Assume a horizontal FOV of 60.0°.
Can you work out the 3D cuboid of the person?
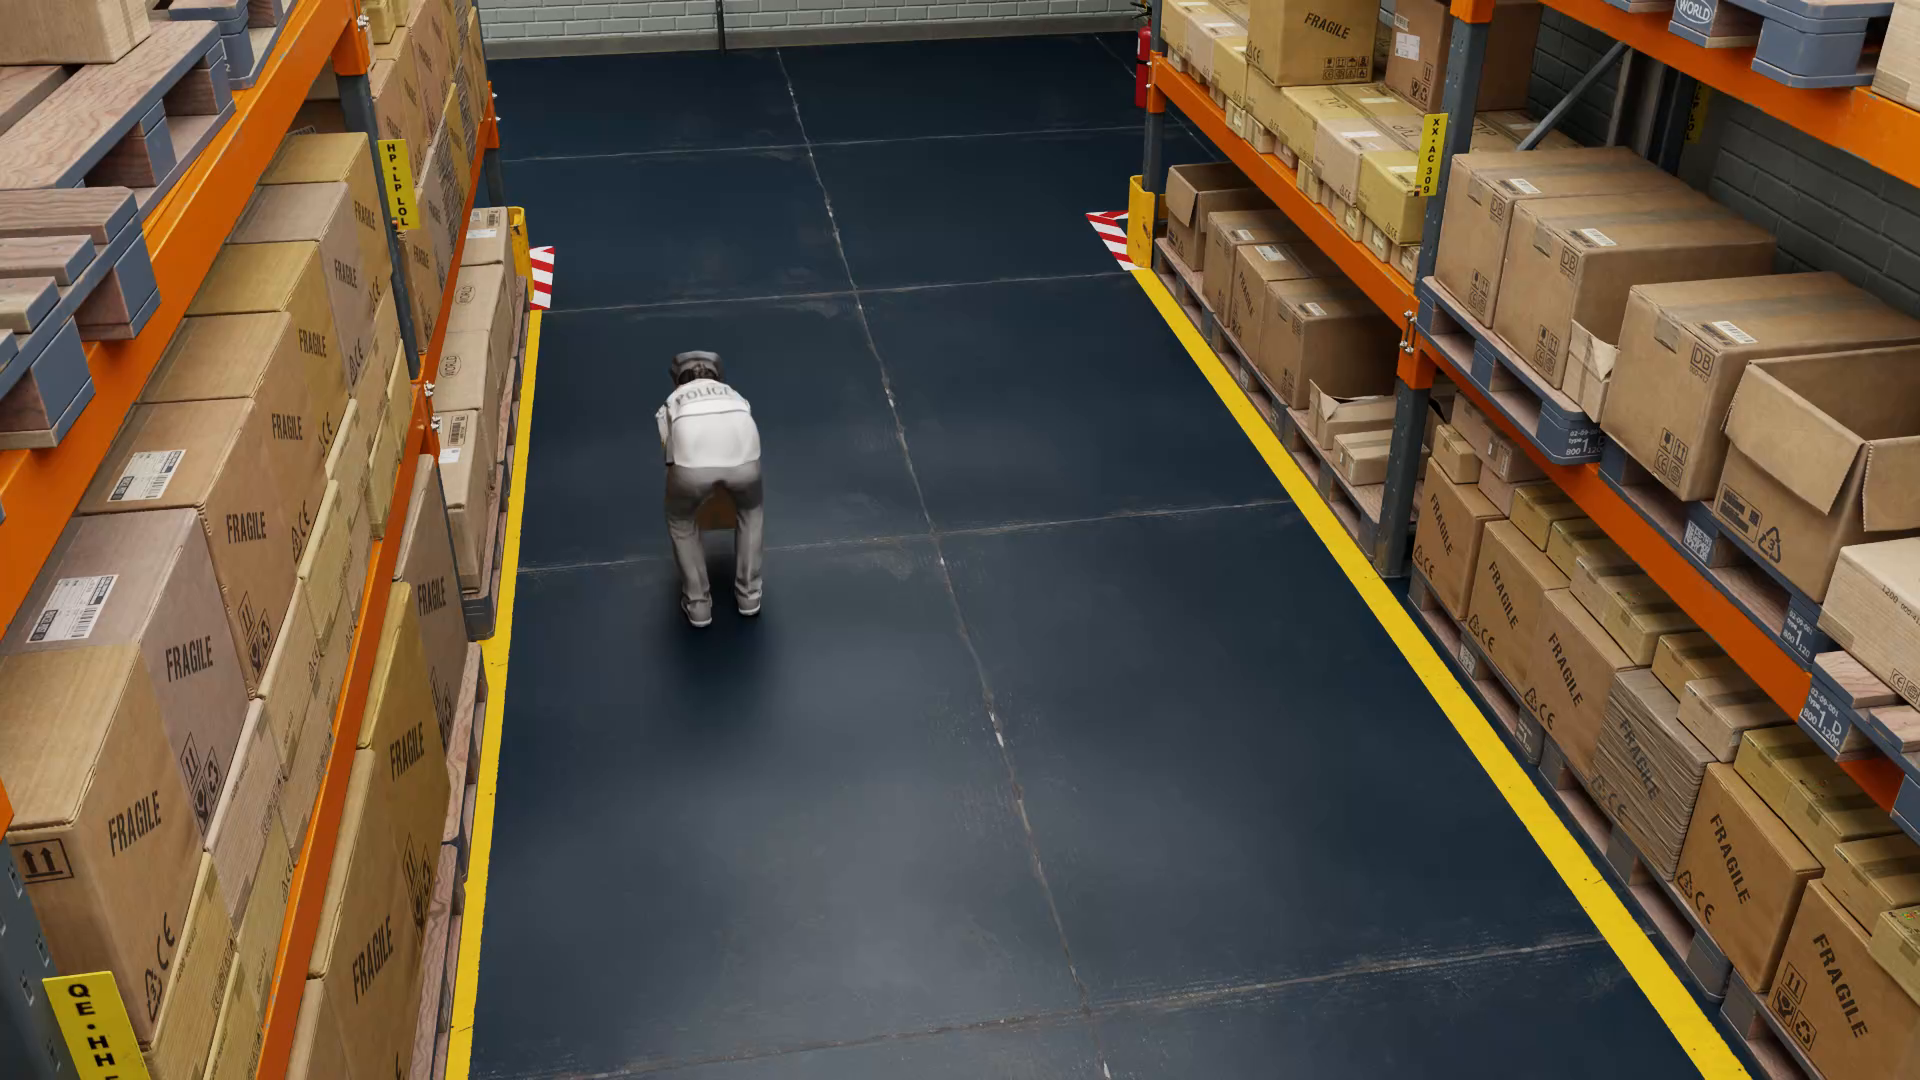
[{"bbox_3d":[-1.070,-0.229,7.151,0.421,1.014,0.921,-7,32,-11],"label":"person"}]
